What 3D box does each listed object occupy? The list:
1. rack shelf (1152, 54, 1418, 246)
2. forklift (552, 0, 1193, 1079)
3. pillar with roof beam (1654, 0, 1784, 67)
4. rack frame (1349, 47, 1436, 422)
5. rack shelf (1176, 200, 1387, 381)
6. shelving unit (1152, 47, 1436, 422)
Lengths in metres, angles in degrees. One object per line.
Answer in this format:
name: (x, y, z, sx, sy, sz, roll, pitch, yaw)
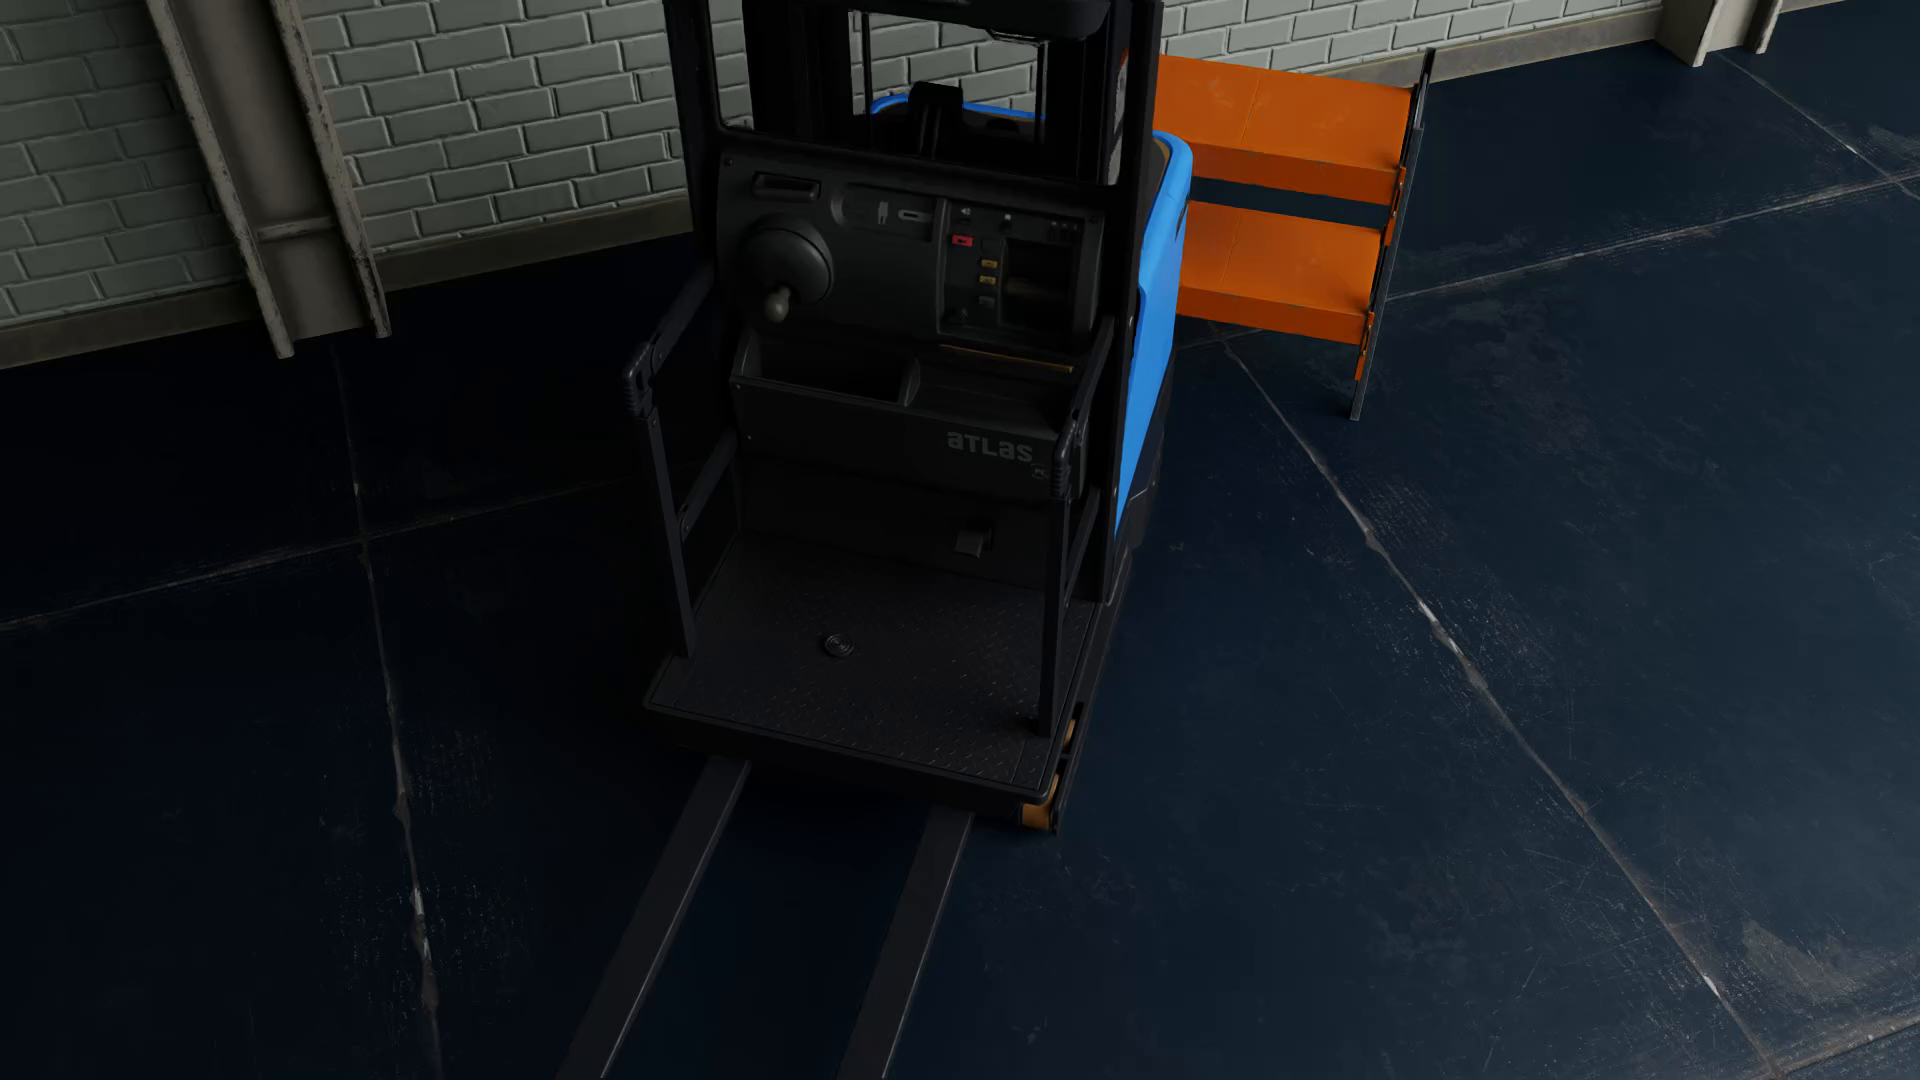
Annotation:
rack shelf: (0.917, -1.277, 5.315, 1.000, 0.278, 0.538, 11, 46, 11)
forklift: (-0.183, -0.571, 3.750, 1.130, 2.935, 3.031, 11, 46, 11)
pillar with roof beam: (4.822, -2.542, 1.430, 0.400, 9.000, 9.100, -14, 47, -14)
rack frame: (1.406, -0.973, 5.425, 0.032, 1.125, 0.500, 11, 46, 11)
rack shelf: (0.917, -0.898, 5.696, 1.000, 0.278, 0.538, 11, 46, 11)
shelving unit: (0.917, -1.070, 5.523, 1.048, 1.125, 0.538, 11, 46, 11)
